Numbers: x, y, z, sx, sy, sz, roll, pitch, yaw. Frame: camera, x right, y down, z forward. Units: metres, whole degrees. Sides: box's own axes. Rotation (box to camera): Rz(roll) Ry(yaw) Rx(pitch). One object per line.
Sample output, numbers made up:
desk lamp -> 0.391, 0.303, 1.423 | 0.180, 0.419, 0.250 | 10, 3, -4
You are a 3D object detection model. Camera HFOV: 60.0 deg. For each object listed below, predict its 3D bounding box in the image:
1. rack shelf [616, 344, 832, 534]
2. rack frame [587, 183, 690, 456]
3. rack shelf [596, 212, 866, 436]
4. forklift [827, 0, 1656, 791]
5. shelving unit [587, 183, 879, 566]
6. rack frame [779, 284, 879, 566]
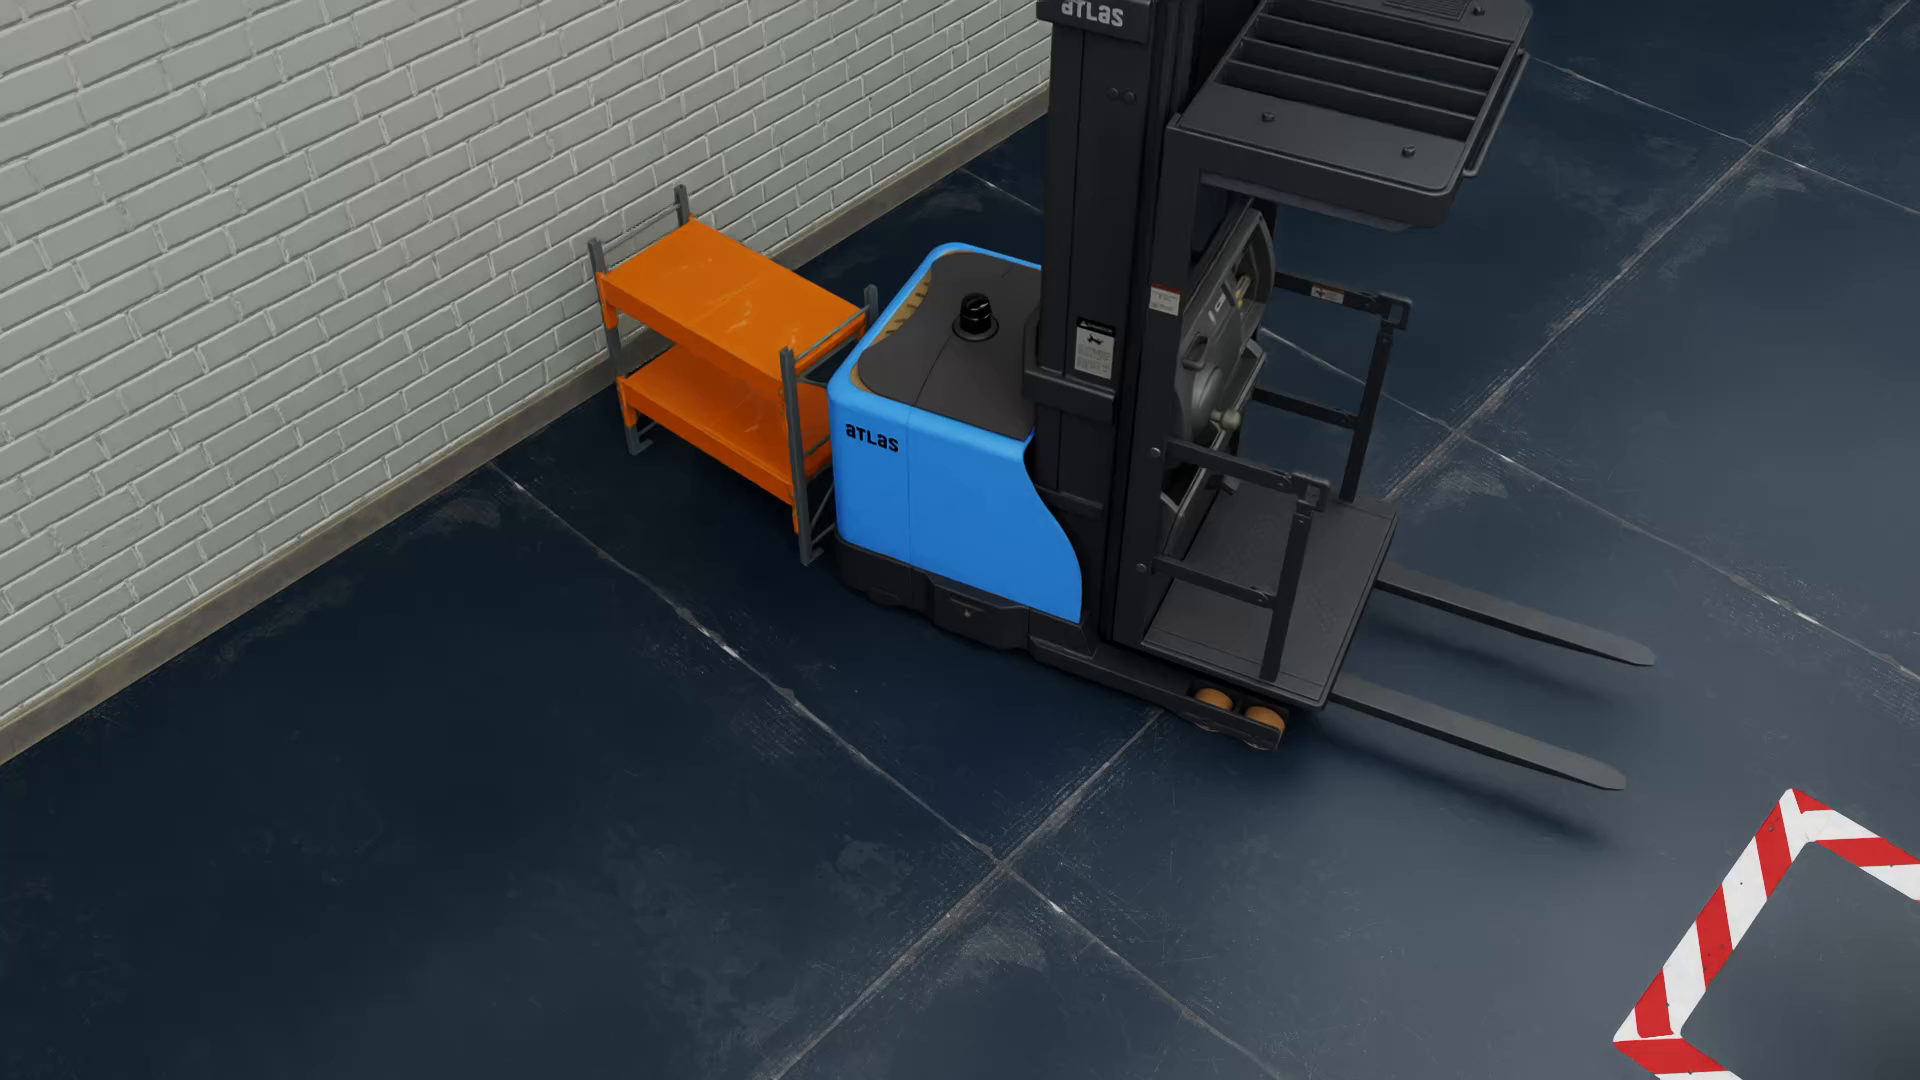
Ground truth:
rack shelf -> -0.871, -0.493, 6.885 | 1.000, 0.278, 0.538 | 31, 54, 26
rack frame -> -1.264, -0.895, 6.928 | 0.032, 1.125, 0.500 | 31, 54, 26
rack shelf -> -0.871, -0.861, 6.493 | 1.000, 0.278, 0.538 | 31, 54, 26
forklift -> 1.066, -0.676, 5.483 | 3.031, 2.935, 1.130 | 19, 50, 17
shelving unit -> -0.871, -0.660, 6.707 | 1.048, 1.125, 0.538 | 31, 54, 26
rack frame -> -0.478, -0.425, 6.486 | 0.032, 1.125, 0.500 | 31, 54, 26
